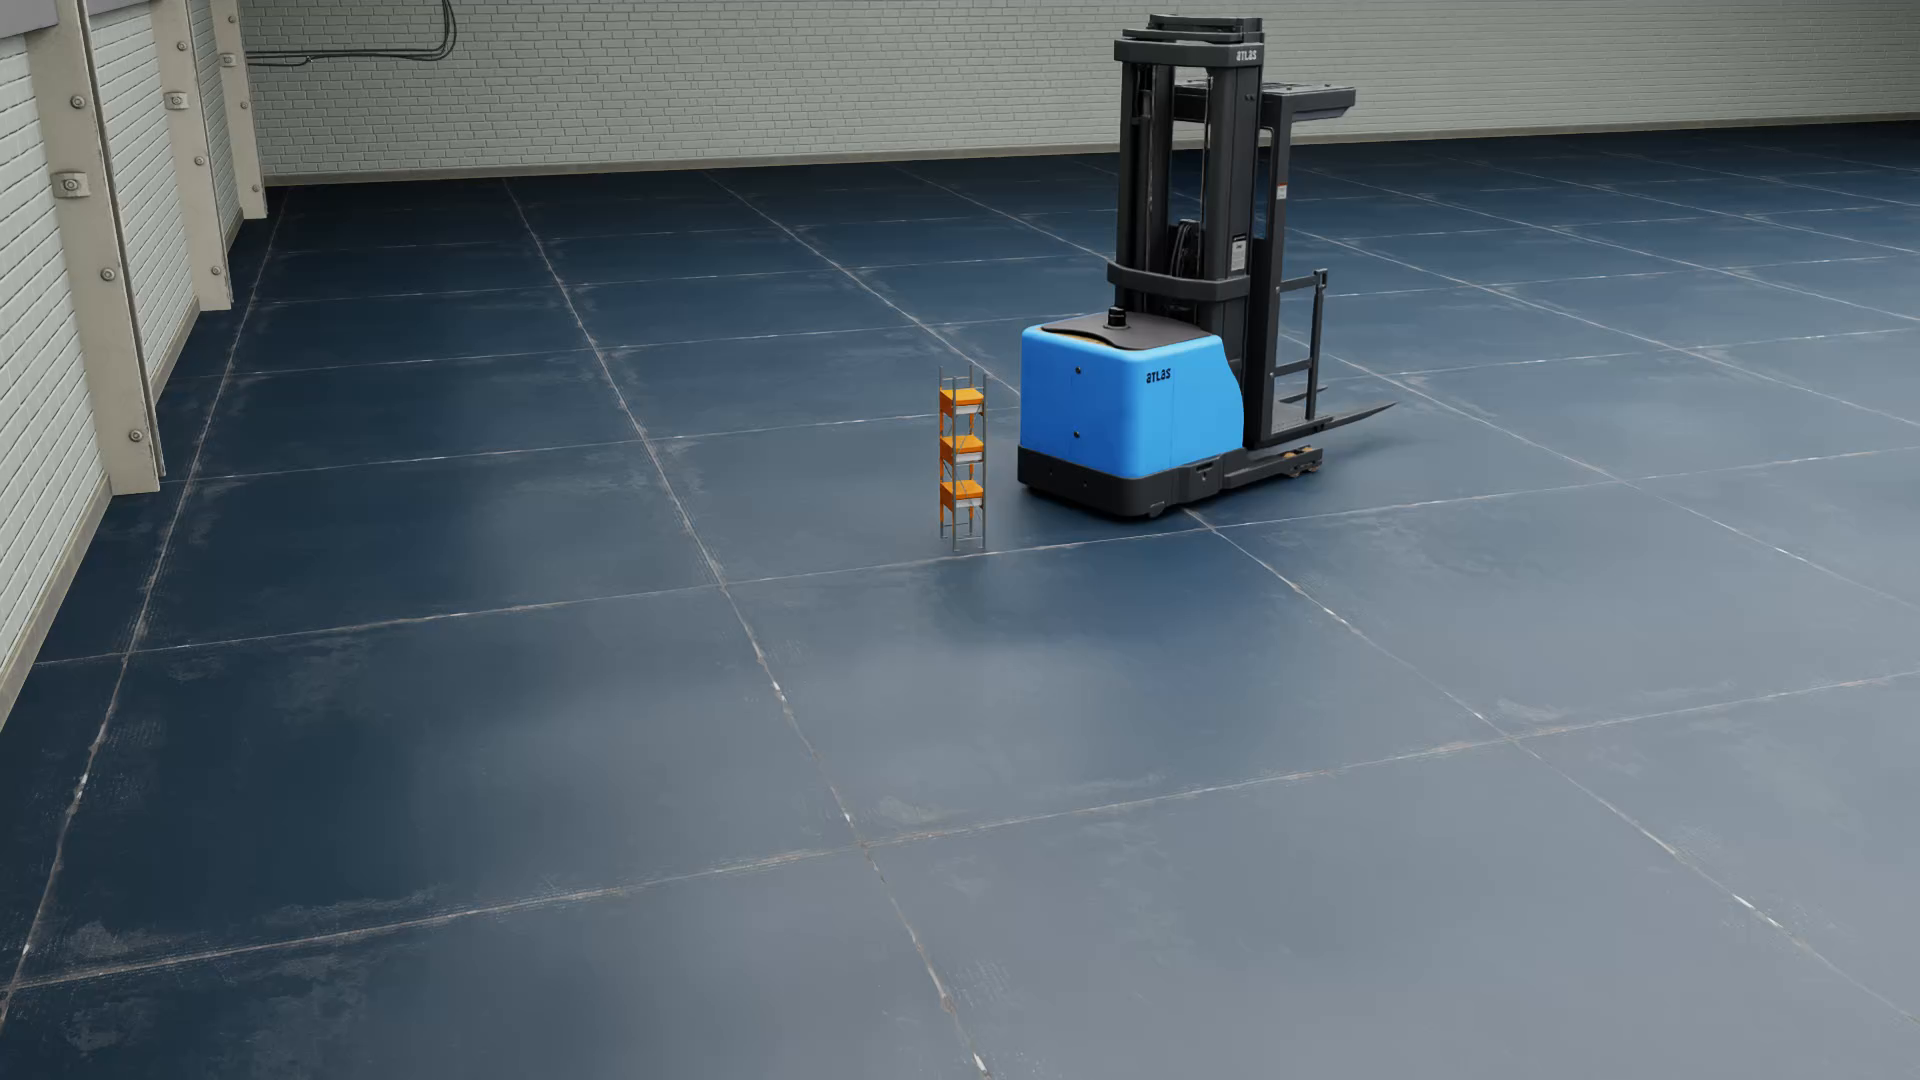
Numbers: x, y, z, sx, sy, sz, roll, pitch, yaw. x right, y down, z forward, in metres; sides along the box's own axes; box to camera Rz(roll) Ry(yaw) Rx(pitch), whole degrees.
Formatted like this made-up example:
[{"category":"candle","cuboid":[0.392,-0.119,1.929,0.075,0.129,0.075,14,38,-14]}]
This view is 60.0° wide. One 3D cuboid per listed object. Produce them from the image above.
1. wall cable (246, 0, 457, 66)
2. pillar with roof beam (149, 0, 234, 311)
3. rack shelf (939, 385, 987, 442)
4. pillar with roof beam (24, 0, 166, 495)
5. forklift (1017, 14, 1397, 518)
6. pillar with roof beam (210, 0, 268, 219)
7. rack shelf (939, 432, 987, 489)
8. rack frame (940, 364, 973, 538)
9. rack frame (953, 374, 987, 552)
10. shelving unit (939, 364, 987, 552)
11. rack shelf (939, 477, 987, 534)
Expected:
[{"category":"wall cable","cuboid":[-8.854,-8.075,23.678,3.097,2.526,0.112,-6,21,-17]},{"category":"pillar with roof beam","cuboid":[-3.210,-6.982,16.043,9.100,9.000,0.400,-6,21,-17]},{"category":"rack shelf","cuboid":[0.017,-0.734,9.599,0.215,0.259,0.240,-6,21,-17]},{"category":"pillar with roof beam","cuboid":[-1.325,-5.057,10.682,9.100,9.000,0.400,-6,21,-17]},{"category":"forklift","cuboid":[1.809,-1.911,10.902,3.031,2.935,1.130,-17,26,-39]},{"category":"pillar with roof beam","cuboid":[-5.096,-8.907,21.403,9.100,9.000,0.400,-6,21,-17]},{"category":"rack shelf","cuboid":[0.017,-0.467,9.695,0.215,0.259,0.240,-6,21,-17]},{"category":"rack frame","cuboid":[-0.022,-0.516,9.800,0.200,1.050,0.008,-6,21,-17]},{"category":"rack frame","cuboid":[0.055,-0.438,9.582,0.200,1.050,0.008,-6,21,-17]},{"category":"shelving unit","cuboid":[0.017,-0.477,9.691,0.215,1.050,0.252,-6,21,-17]},{"category":"rack shelf","cuboid":[0.017,-0.205,9.789,0.215,0.259,0.240,-6,21,-17]}]
